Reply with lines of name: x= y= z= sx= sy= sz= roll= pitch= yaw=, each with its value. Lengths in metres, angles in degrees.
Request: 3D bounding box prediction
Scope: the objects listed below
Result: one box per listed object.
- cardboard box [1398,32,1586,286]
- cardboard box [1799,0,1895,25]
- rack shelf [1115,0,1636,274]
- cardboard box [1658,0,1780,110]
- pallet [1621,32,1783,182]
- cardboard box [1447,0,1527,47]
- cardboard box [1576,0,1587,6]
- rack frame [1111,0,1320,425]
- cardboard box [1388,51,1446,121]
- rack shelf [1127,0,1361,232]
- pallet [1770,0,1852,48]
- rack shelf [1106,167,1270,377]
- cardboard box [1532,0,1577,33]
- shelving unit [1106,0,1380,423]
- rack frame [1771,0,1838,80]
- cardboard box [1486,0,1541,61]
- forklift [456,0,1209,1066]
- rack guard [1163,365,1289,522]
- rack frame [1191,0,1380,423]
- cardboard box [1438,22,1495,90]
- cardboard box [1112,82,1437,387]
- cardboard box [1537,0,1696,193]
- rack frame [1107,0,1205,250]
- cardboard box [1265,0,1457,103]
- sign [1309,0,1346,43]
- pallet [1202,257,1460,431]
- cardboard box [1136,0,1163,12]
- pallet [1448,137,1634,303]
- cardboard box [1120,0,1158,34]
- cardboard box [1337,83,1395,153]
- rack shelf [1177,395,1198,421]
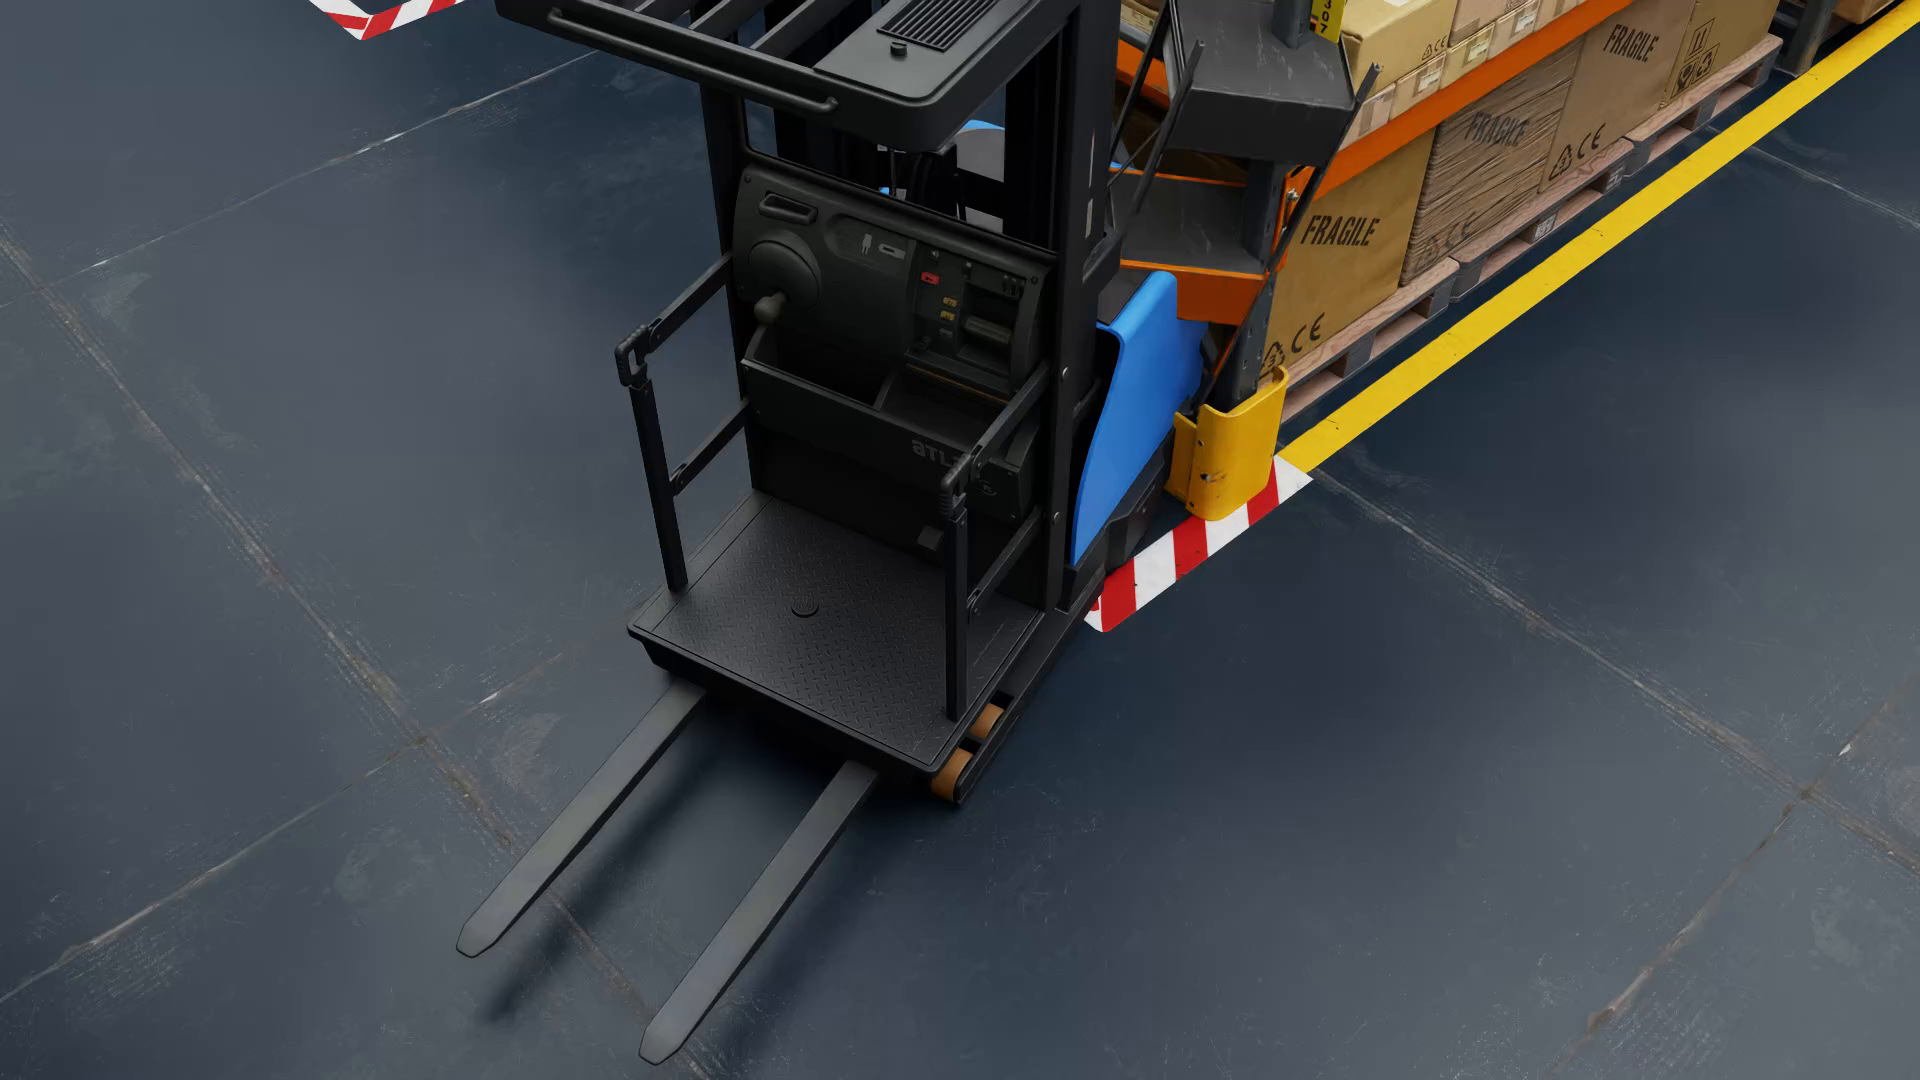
cardboard box: x=1.721 y=-1.708 z=6.445 sx=0.875 sy=0.875 sz=0.875 roll=-34 pitch=56 yaw=-27
cardboard box: x=4.047 y=-3.203 z=7.825 sx=0.875 sy=0.875 sz=1.225 roll=-34 pitch=56 yaw=-27
rack shelf: x=2.107 y=-2.221 z=6.248 sx=4.000 sy=0.370 sz=1.077 roll=-34 pitch=56 yaw=-27
cardboard box: x=3.045 y=-2.593 z=7.262 sx=0.875 sy=0.875 sz=0.875 roll=-34 pitch=56 yaw=-27
pallet: x=2.972 y=-2.175 z=7.613 sx=1.213 sy=0.211 sz=1.003 roll=-34 pitch=56 yaw=-27
cardboard box: x=1.545 y=-1.877 z=5.341 sx=0.500 sy=0.250 sz=0.500 roll=-34 pitch=56 yaw=-28
cardboard box: x=2.062 y=-2.024 z=5.748 sx=0.250 sy=0.149 sz=0.380 roll=-34 pitch=56 yaw=-27
rack frame: x=0.628 y=-1.476 z=5.071 sx=0.127 sy=3.000 sz=1.000 roll=-34 pitch=56 yaw=-27
cardboard box: x=1.301 y=-1.515 z=5.278 sx=0.250 sy=0.149 sz=0.380 roll=-35 pitch=56 yaw=-28
rack shelf: x=0.789 y=-1.238 z=4.764 sx=0.480 sy=0.518 sz=0.431 roll=5 pitch=57 yaw=-11
pallet: x=4.107 y=-2.931 z=8.311 sx=1.213 sy=0.211 sz=1.003 roll=-34 pitch=56 yaw=-27
rack shelf: x=0.652 y=-0.867 z=5.342 sx=0.480 sy=0.518 sz=0.431 roll=5 pitch=57 yaw=-11
cardboard box: x=1.871 y=-1.896 z=5.630 sx=0.250 sy=0.149 sz=0.380 roll=-35 pitch=56 yaw=-28
shelving unit: x=0.655 y=-0.874 z=5.331 sx=0.503 sy=2.100 sz=0.431 roll=5 pitch=57 yaw=-11
rack frame: x=3.587 y=-3.454 z=6.896 sx=0.127 sy=3.000 sz=1.000 roll=-34 pitch=56 yaw=-27
cardboard box: x=1.683 y=-1.771 z=5.514 sx=0.250 sy=0.149 sz=0.380 roll=-35 pitch=56 yaw=-28
forklift: x=-0.309 y=-0.596 z=4.306 sx=1.130 sy=2.935 sz=3.031 roll=23 pitch=51 yaw=20
rack guard: x=0.610 y=-0.617 z=5.979 sx=0.348 sy=0.500 sz=1.175 roll=-34 pitch=56 yaw=-27
rack frame: x=0.894 y=-0.855 z=5.375 sx=0.015 sy=2.100 sz=0.400 roll=5 pitch=57 yaw=-11
cardboard box: x=1.490 y=-1.642 z=5.395 sx=0.250 sy=0.149 sz=0.380 roll=-35 pitch=56 yaw=-28
cardboard box: x=1.047 y=-1.258 z=6.030 sx=0.875 sy=0.875 sz=0.875 roll=-34 pitch=56 yaw=-27
cardboard box: x=2.379 y=-2.148 z=6.851 sx=0.875 sy=0.875 sz=0.875 roll=-34 pitch=56 yaw=-27
rack frame: x=0.416 y=-0.893 z=5.286 sx=0.015 sy=2.100 sz=0.400 roll=5 pitch=57 yaw=-11
cardboard box: x=1.164 y=-1.617 z=5.101 sx=0.500 sy=0.250 sz=0.500 roll=-35 pitch=56 yaw=-28
sign: x=0.997 y=-1.492 z=4.443 sx=0.005 sy=0.325 sz=0.100 roll=-34 pitch=56 yaw=-27
pallet: x=1.167 y=-0.969 z=6.500 sx=1.213 sy=0.211 sz=1.003 roll=-34 pitch=56 yaw=-27
cardboard box: x=0.808 y=-1.910 z=5.371 sx=0.500 sy=0.250 sz=0.500 roll=-35 pitch=56 yaw=-28
pallet: x=2.069 y=-1.569 z=7.054 sx=1.213 sy=0.211 sz=1.003 roll=-34 pitch=56 yaw=-27
cardboard box: x=0.670 y=-1.746 z=5.491 sx=0.250 sy=0.149 sz=0.380 roll=-33 pitch=55 yaw=-27
cardboard box: x=1.112 y=-1.387 z=5.160 sx=0.250 sy=0.149 sz=0.380 roll=-33 pitch=55 yaw=-27
rack shelf: x=0.515 y=-0.496 z=5.919 sx=0.480 sy=0.518 sz=0.431 roll=5 pitch=57 yaw=-11
